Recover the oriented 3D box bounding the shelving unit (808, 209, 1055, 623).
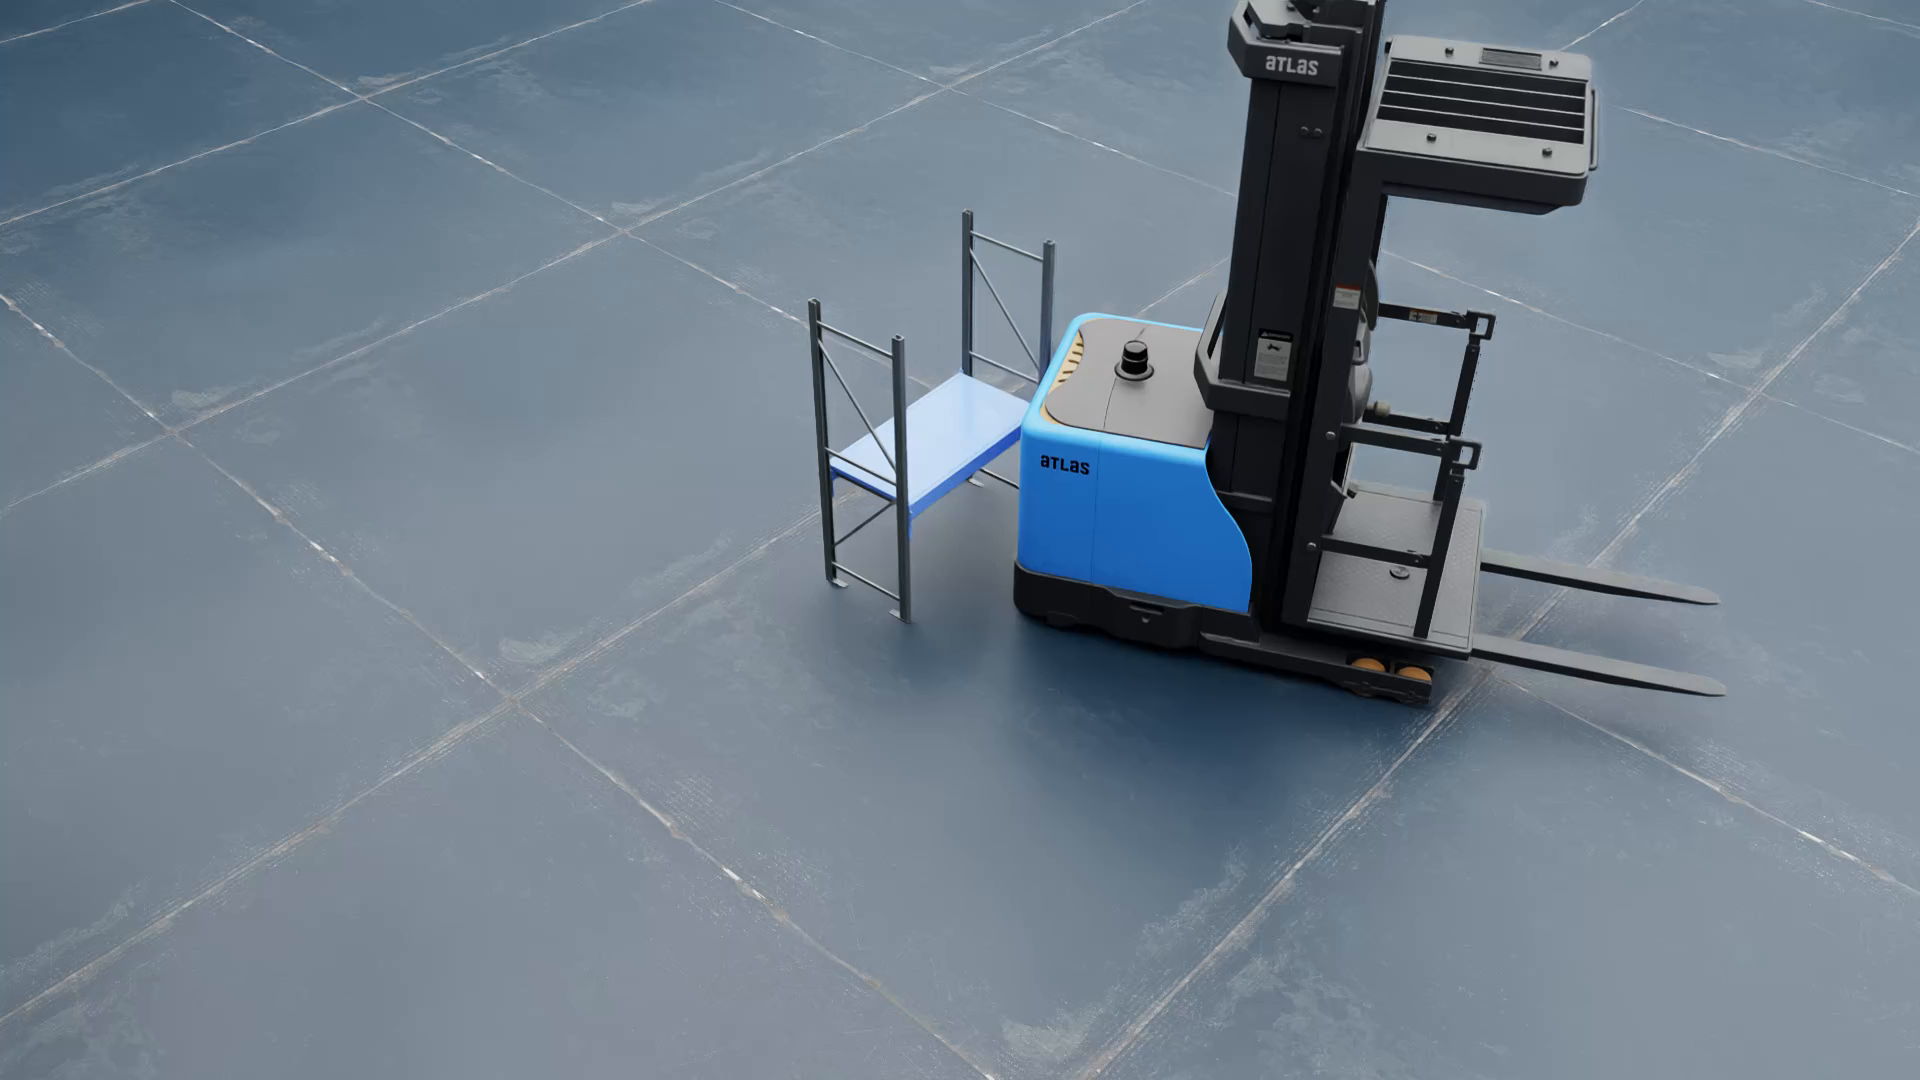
[{"bbox_3d":[-0.106,-0.558,7.531,0.538,1.500,1.048,27,46,29],"label":"shelving unit"}]

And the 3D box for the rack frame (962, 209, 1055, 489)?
[{"bbox_3d":[0.213,-0.805,7.840,0.500,1.500,0.032,27,46,29],"label":"rack frame"}]

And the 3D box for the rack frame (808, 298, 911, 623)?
[{"bbox_3d":[-0.425,-0.312,7.221,0.500,1.500,0.032,27,46,29],"label":"rack frame"}]

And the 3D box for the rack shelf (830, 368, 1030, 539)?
[{"bbox_3d":[-0.106,-0.418,7.643,0.538,0.185,1.000,27,46,29],"label":"rack shelf"}]

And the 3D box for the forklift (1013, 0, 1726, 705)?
[{"bbox_3d":[1.818,-0.809,6.696,3.031,2.935,1.130,11,40,13],"label":"forklift"}]
